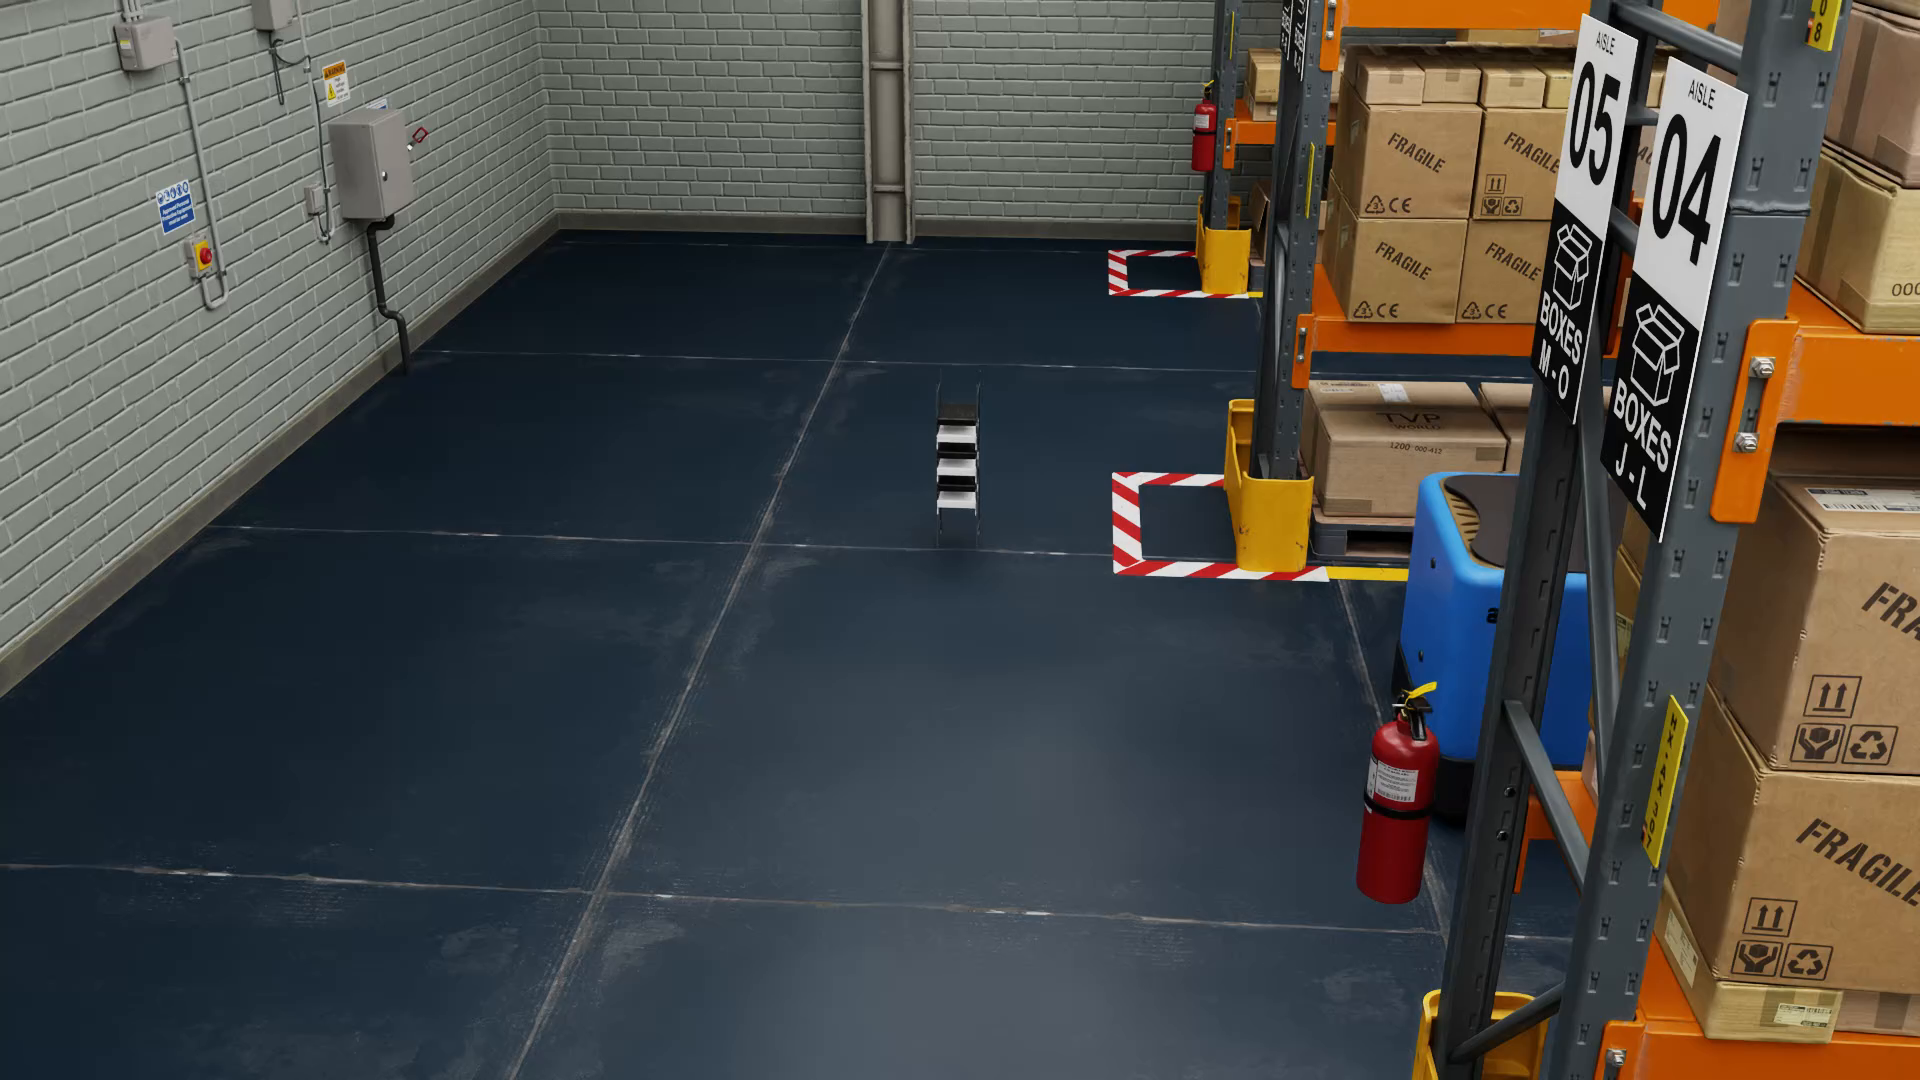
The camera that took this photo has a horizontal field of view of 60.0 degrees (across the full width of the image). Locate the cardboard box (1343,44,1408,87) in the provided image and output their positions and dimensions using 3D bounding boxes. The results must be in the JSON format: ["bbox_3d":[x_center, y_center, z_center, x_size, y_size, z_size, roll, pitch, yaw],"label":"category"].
[{"bbox_3d":[2.019,-2.310,8.090,0.250,0.149,0.380,2,25,5],"label":"cardboard box"}]

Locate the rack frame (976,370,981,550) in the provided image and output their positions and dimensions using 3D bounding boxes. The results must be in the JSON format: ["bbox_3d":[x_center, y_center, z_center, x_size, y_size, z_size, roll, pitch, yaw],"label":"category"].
[{"bbox_3d":[0.093,-0.406,8.555,0.006,0.900,0.240,2,25,4],"label":"rack frame"}]

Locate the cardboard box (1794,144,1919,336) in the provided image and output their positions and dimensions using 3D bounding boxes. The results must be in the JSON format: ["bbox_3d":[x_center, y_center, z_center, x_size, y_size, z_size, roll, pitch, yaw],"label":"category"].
[{"bbox_3d":[1.796,-0.551,2.950,0.500,0.250,0.500,3,25,6],"label":"cardboard box"}]

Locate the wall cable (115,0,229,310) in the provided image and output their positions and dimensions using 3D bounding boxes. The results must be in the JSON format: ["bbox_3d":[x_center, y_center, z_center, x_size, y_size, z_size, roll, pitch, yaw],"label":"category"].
[{"bbox_3d":[-3.978,-2.090,8.451,0.123,1.953,0.585,2,25,4],"label":"wall cable"}]

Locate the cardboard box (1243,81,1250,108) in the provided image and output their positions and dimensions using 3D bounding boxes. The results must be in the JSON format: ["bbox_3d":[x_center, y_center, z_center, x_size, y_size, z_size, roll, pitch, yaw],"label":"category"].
[{"bbox_3d":[2.373,-3.500,13.068,0.250,0.149,0.380,2,25,3],"label":"cardboard box"}]

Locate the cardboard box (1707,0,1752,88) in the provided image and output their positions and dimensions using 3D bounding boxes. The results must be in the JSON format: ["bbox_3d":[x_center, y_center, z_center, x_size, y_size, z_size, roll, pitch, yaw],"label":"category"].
[{"bbox_3d":[1.846,-0.990,3.306,0.500,0.250,0.500,1,25,2],"label":"cardboard box"}]

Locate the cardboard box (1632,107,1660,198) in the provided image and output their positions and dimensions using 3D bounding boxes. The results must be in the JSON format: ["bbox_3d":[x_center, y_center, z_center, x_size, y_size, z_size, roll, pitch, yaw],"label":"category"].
[{"bbox_3d":[3.132,-1.782,7.719,0.500,0.500,0.500,2,25,4],"label":"cardboard box"}]

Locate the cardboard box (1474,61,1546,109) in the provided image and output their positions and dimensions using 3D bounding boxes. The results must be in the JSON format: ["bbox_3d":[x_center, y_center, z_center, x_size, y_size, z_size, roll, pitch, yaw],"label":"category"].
[{"bbox_3d":[2.496,-2.076,7.582,0.250,0.149,0.380,3,25,6],"label":"cardboard box"}]

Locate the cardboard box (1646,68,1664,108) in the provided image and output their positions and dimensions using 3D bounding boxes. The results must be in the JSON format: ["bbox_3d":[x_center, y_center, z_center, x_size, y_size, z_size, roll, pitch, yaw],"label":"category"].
[{"bbox_3d":[3.025,-2.089,7.610,0.250,0.149,0.380,2,25,5],"label":"cardboard box"}]

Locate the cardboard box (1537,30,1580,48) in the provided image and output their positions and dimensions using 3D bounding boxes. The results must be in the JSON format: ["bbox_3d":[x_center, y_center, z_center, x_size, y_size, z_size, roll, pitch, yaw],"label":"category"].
[{"bbox_3d":[4.546,-3.951,12.674,0.500,0.500,0.500,1,25,3],"label":"cardboard box"}]

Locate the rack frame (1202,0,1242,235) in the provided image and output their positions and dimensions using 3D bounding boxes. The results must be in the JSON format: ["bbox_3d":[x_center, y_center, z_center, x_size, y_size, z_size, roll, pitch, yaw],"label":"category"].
[{"bbox_3d":[2.022,-3.512,12.795,0.127,3.000,1.000,2,25,4],"label":"rack frame"}]

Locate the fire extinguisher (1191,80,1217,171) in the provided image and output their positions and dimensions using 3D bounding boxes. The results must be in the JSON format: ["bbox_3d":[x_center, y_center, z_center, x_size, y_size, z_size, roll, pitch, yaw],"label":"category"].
[{"bbox_3d":[1.840,-3.120,12.481,0.183,0.674,0.296,2,25,4],"label":"fire extinguisher"}]

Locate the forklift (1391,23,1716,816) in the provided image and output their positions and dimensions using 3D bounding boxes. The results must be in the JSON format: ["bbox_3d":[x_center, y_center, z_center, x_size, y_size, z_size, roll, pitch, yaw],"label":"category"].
[{"bbox_3d":[3.325,-0.382,6.073,3.031,2.935,1.130,2,25,5],"label":"forklift"}]

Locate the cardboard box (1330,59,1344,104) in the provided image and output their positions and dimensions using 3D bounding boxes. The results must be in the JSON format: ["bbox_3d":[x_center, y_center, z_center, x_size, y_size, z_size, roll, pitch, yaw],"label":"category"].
[{"bbox_3d":[2.956,-3.437,12.454,0.500,0.250,0.500,2,25,5],"label":"cardboard box"}]

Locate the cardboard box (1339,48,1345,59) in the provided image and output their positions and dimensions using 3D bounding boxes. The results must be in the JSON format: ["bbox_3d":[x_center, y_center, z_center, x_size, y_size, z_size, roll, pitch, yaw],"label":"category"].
[{"bbox_3d":[3.015,-3.658,12.936,0.500,0.250,0.500,2,25,4],"label":"cardboard box"}]

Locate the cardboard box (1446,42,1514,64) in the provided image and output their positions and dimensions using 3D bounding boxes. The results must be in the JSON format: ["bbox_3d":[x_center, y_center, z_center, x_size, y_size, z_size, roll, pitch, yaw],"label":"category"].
[{"bbox_3d":[2.538,-2.339,8.152,0.250,0.149,0.380,2,25,3],"label":"cardboard box"}]

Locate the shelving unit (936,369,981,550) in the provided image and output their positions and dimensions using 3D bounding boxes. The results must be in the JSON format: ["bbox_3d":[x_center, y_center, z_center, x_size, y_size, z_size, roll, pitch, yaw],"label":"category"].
[{"bbox_3d":[-0.008,-0.409,8.562,0.210,0.900,0.258,2,25,4],"label":"shelving unit"}]

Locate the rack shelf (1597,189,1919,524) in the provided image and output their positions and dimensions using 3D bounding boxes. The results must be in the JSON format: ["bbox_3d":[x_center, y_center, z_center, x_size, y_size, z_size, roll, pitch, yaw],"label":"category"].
[{"bbox_3d":[3.362,-0.349,3.192,4.000,0.370,1.077,2,25,4],"label":"rack shelf"}]

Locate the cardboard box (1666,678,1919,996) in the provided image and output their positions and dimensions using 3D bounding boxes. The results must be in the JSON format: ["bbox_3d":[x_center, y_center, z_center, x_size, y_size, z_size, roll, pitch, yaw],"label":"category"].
[{"bbox_3d":[1.794,0.572,3.444,0.500,0.500,0.500,3,25,6],"label":"cardboard box"}]

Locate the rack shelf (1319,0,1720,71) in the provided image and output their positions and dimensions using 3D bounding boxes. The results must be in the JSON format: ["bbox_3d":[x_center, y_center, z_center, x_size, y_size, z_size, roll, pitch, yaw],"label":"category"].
[{"bbox_3d":[3.640,-2.415,7.683,4.000,0.370,1.077,2,25,4],"label":"rack shelf"}]

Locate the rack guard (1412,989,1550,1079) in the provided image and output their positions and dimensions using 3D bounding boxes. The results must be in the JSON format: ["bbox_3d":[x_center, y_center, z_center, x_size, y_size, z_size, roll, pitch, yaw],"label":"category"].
[{"bbox_3d":[1.443,1.761,4.325,0.348,0.500,1.175,2,25,4],"label":"rack guard"}]

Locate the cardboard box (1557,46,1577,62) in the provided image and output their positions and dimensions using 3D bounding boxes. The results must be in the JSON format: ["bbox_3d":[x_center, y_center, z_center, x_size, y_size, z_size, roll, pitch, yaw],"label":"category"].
[{"bbox_3d":[3.041,-2.275,8.015,0.250,0.149,0.380,2,25,4],"label":"cardboard box"}]

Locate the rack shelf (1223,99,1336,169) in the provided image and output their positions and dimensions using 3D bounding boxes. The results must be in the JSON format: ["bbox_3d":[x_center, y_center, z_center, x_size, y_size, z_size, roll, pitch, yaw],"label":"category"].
[{"bbox_3d":[4.016,-3.122,12.806,4.000,0.370,1.077,2,25,4],"label":"rack shelf"}]

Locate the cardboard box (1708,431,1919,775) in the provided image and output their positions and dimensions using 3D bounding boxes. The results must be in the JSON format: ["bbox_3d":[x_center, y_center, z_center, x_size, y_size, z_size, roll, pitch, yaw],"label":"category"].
[{"bbox_3d":[1.795,0.113,3.244,0.500,0.500,0.500,2,25,4],"label":"cardboard box"}]

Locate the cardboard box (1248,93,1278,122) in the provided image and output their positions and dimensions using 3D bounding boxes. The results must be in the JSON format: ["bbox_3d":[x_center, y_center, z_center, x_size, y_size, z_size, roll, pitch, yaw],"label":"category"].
[{"bbox_3d":[2.329,-3.273,12.576,0.250,0.149,0.380,2,25,4],"label":"cardboard box"}]

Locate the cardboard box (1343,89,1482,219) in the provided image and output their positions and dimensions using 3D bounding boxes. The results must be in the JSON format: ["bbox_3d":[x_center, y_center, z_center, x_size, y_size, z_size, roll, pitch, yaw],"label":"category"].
[{"bbox_3d":[2.102,-1.809,7.777,0.500,0.500,0.500,1,25,3],"label":"cardboard box"}]

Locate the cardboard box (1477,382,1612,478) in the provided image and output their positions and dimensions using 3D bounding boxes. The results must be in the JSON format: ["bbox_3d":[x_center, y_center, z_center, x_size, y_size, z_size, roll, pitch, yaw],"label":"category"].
[{"bbox_3d":[3.225,-0.465,8.735,0.875,0.438,0.875,2,25,5],"label":"cardboard box"}]

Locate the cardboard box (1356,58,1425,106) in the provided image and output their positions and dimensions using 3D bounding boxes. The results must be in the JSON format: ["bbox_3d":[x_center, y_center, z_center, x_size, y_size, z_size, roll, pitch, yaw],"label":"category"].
[{"bbox_3d":[1.978,-2.111,7.658,0.250,0.149,0.380,2,25,5],"label":"cardboard box"}]

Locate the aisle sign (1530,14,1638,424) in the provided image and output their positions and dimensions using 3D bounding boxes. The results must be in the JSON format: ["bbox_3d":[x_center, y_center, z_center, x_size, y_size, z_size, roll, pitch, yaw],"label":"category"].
[{"bbox_3d":[1.318,-0.686,3.542,0.004,0.787,0.394,2,25,4],"label":"aisle sign"}]

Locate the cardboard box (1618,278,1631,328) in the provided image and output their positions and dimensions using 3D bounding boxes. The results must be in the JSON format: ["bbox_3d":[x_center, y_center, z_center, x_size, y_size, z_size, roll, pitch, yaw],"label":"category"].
[{"bbox_3d":[3.115,-1.326,7.923,0.500,0.500,0.500,2,25,4],"label":"cardboard box"}]

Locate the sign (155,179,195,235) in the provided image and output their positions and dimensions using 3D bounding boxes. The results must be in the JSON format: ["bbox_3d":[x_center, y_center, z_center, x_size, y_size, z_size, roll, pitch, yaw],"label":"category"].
[{"bbox_3d":[-4.043,-1.719,8.574,0.001,0.218,0.327,2,25,4],"label":"sign"}]

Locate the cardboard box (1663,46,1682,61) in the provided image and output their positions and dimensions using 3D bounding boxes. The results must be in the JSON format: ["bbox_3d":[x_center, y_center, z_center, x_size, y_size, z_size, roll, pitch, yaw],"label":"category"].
[{"bbox_3d":[3.556,-2.276,8.015,0.250,0.149,0.380,3,25,6],"label":"cardboard box"}]

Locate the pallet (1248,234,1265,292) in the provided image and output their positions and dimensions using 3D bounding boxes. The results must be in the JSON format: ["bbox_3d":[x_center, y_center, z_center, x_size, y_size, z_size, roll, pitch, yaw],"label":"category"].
[{"bbox_3d":[2.893,-2.218,13.318,1.213,0.211,1.003,2,25,4],"label":"pallet"}]

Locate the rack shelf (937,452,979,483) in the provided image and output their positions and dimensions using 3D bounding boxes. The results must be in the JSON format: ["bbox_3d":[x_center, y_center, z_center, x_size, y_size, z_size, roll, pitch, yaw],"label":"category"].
[{"bbox_3d":[-0.008,-0.379,8.576,0.200,0.077,0.258,2,25,4],"label":"rack shelf"}]

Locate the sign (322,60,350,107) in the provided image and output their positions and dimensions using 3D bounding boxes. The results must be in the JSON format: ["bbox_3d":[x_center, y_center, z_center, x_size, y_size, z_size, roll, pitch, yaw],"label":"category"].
[{"bbox_3d":[-3.883,-2.844,10.354,0.001,0.242,0.339,2,25,4],"label":"sign"}]

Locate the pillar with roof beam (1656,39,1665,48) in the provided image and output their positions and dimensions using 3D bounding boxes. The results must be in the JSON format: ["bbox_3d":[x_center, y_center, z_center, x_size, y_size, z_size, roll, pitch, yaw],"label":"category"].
[{"bbox_3d":[5.055,-4.713,8.228,0.400,9.000,9.100,2,25,4],"label":"pillar with roof beam"}]

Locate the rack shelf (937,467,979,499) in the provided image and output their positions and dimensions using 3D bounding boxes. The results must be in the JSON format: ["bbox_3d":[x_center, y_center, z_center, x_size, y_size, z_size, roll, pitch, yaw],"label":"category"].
[{"bbox_3d":[-0.008,-0.297,8.614,0.200,0.077,0.258,2,25,4],"label":"rack shelf"}]

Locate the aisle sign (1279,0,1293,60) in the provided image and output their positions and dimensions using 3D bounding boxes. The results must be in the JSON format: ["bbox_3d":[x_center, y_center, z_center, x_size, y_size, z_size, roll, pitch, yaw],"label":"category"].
[{"bbox_3d":[1.598,-2.756,8.041,0.004,0.787,0.394,2,25,4],"label":"aisle sign"}]

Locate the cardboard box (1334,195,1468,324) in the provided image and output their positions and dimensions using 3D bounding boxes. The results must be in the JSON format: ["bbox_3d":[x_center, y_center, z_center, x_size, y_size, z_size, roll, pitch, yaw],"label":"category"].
[{"bbox_3d":[2.102,-1.354,7.984,0.500,0.500,0.500,2,25,4],"label":"cardboard box"}]

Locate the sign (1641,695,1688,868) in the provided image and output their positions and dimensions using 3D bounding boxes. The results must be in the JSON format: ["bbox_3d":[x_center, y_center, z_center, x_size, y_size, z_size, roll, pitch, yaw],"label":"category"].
[{"bbox_3d":[1.326,0.456,3.136,0.005,0.325,0.100,2,25,4],"label":"sign"}]

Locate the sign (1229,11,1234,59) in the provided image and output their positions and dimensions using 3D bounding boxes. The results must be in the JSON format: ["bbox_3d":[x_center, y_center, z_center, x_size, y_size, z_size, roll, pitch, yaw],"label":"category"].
[{"bbox_3d":[1.981,-3.680,12.123,0.005,0.325,0.100,2,25,4],"label":"sign"}]

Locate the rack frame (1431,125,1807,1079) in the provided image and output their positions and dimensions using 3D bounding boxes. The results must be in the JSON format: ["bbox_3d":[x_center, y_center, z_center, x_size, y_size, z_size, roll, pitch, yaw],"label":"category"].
[{"bbox_3d":[1.367,0.623,3.808,0.127,3.000,1.000,2,25,4],"label":"rack frame"}]

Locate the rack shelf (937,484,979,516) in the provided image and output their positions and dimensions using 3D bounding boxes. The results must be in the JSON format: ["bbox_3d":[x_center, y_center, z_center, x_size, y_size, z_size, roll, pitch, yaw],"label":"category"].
[{"bbox_3d":[-0.008,-0.215,8.652,0.200,0.077,0.258,2,25,4],"label":"rack shelf"}]

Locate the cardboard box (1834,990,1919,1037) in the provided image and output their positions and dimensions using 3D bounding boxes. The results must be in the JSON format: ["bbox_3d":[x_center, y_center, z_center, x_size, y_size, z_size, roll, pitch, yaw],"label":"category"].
[{"bbox_3d":[1.922,0.875,3.561,0.250,0.149,0.380,3,25,6],"label":"cardboard box"}]
